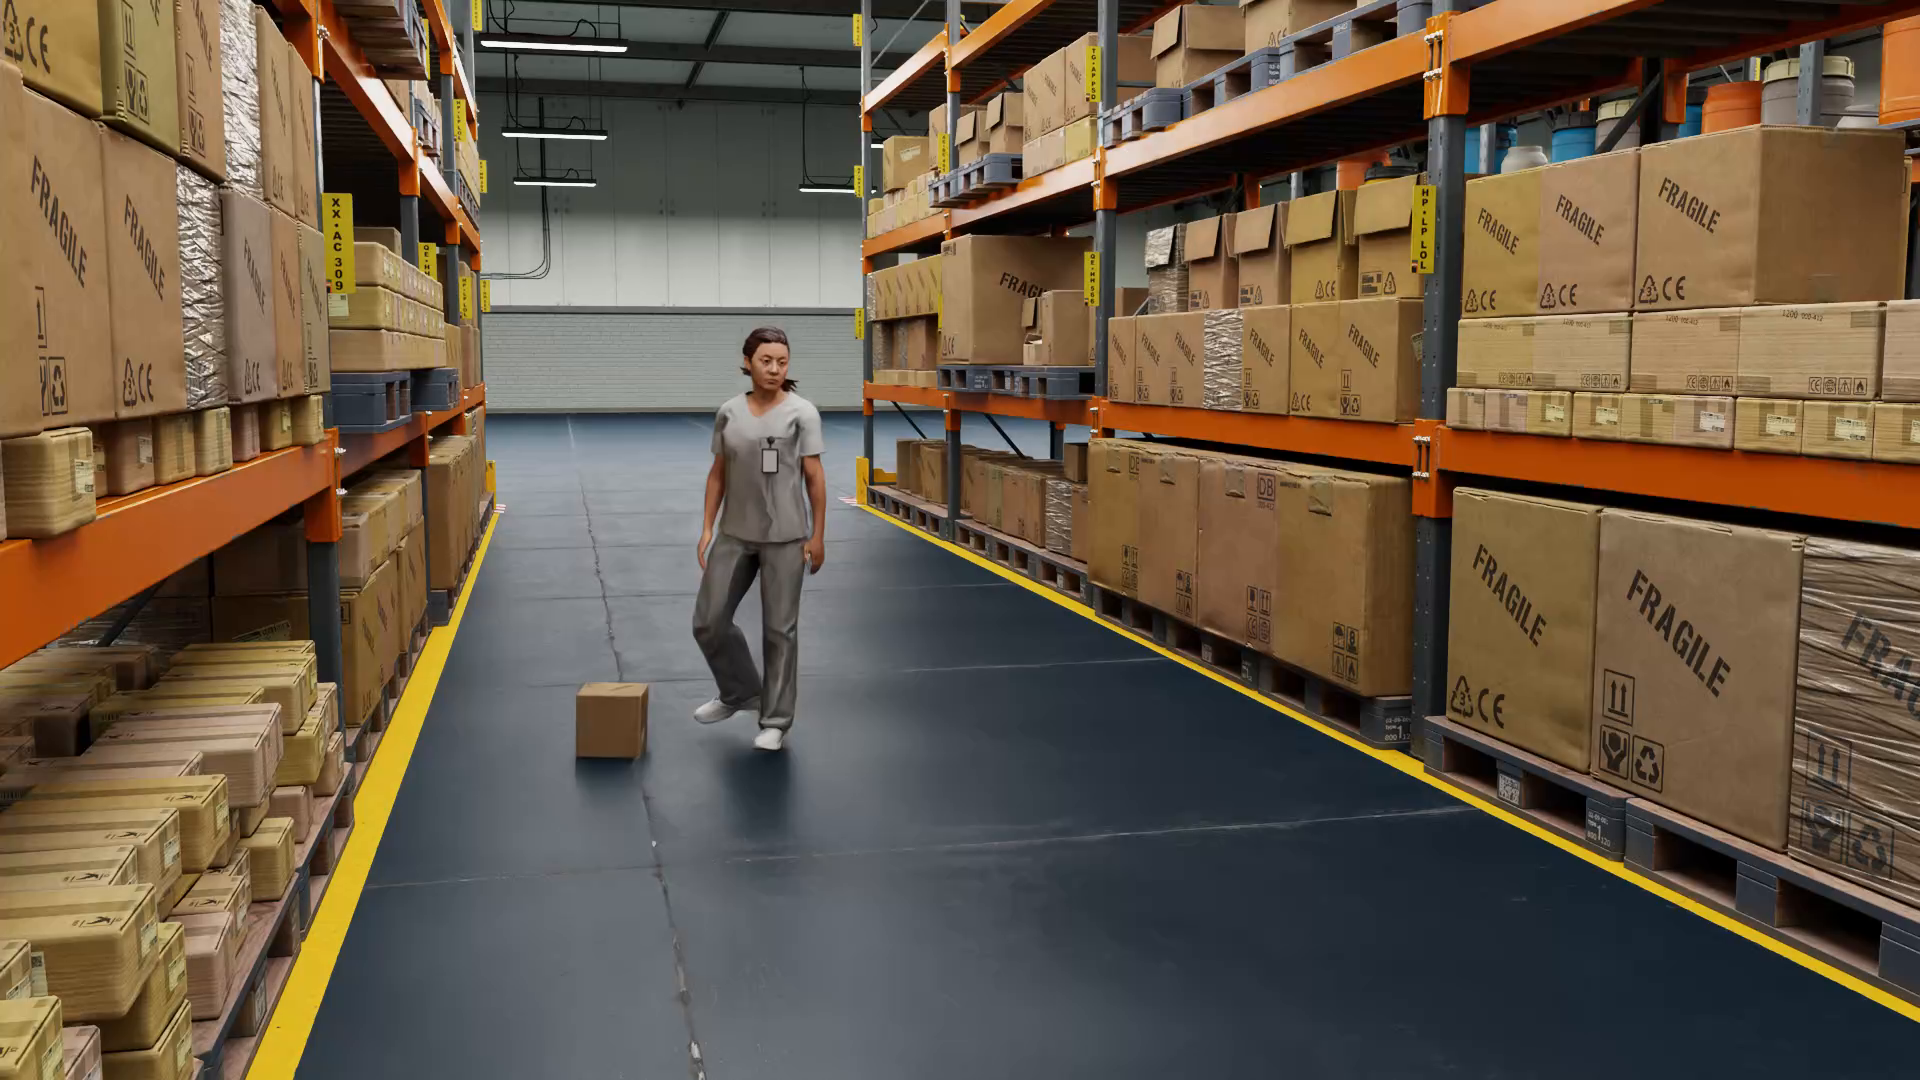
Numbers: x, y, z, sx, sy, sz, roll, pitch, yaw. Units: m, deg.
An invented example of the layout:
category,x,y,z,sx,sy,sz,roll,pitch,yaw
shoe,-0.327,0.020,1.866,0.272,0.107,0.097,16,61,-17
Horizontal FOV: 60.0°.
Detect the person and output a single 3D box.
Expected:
category,x,y,z,sx,sy,sz,roll,pitch,yaw
person,-0.818,-0.011,6.589,0.631,1.667,0.440,2,6,17
